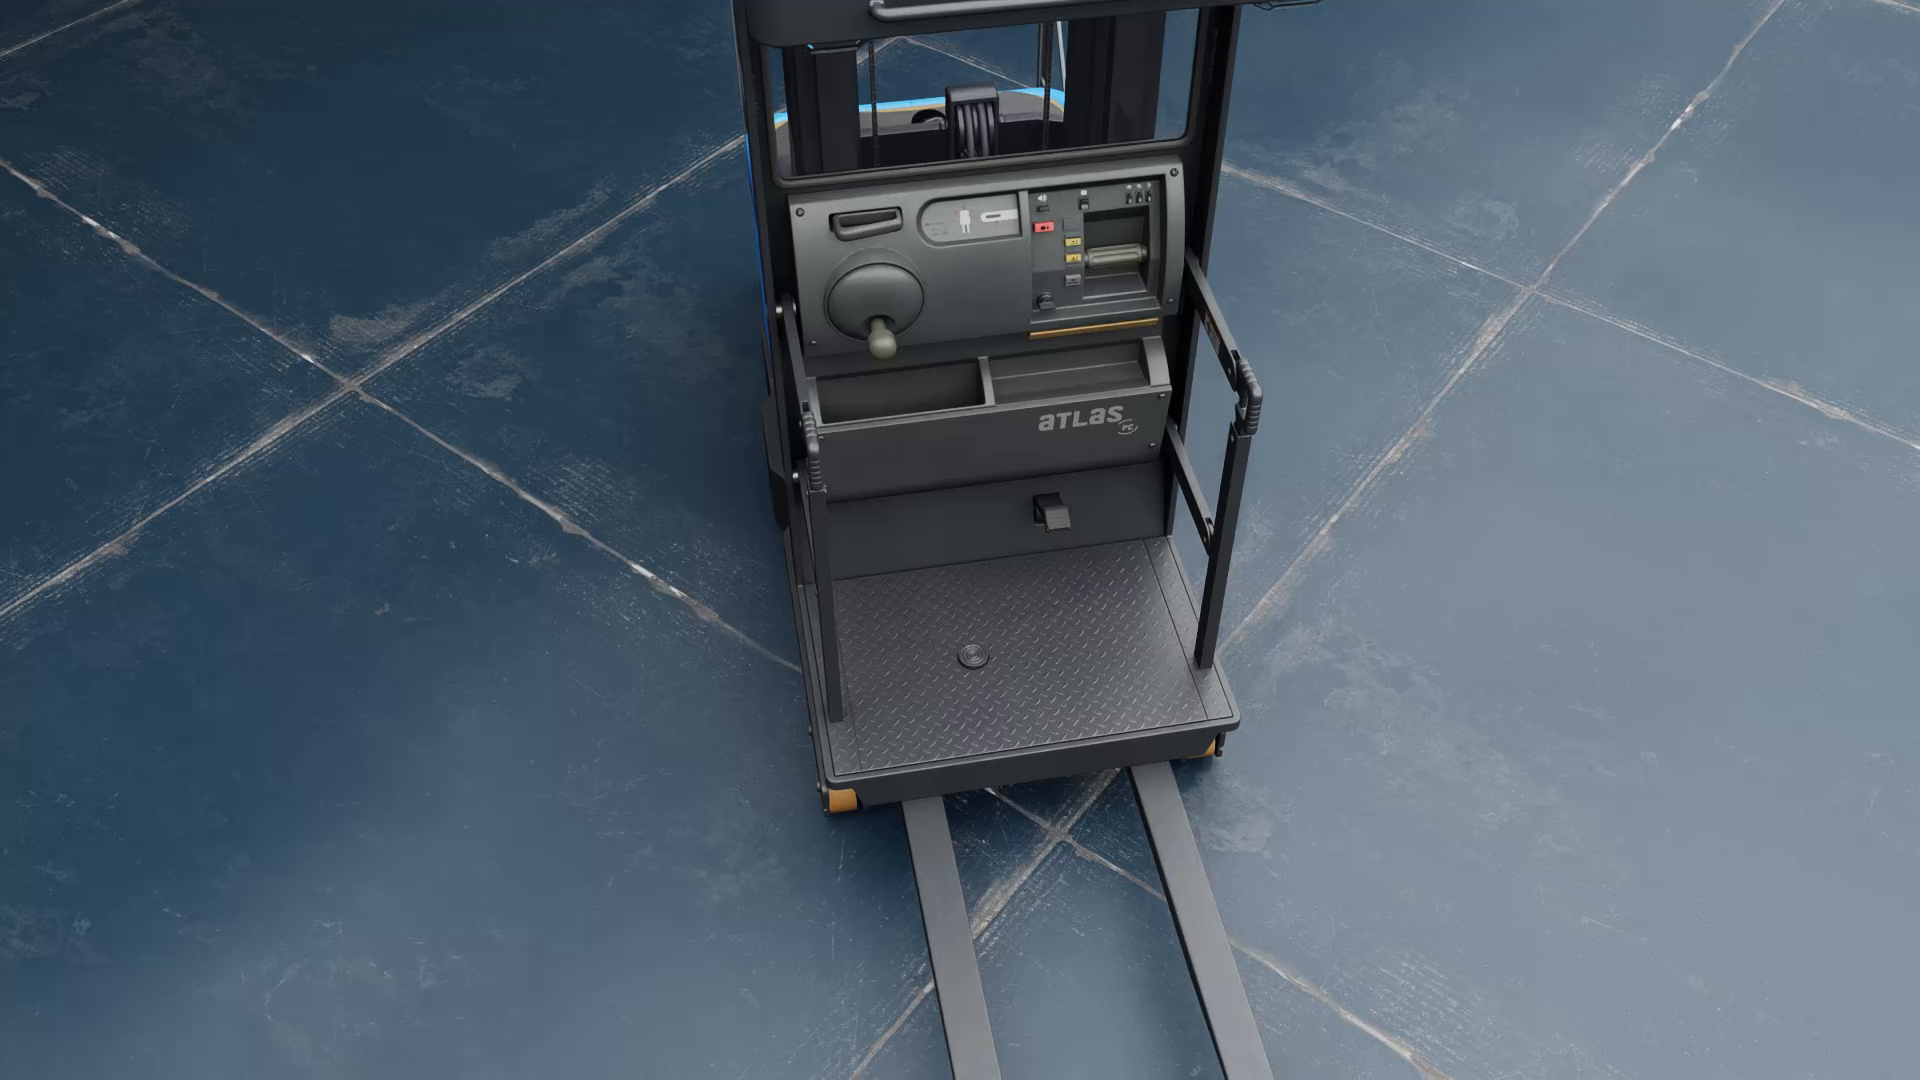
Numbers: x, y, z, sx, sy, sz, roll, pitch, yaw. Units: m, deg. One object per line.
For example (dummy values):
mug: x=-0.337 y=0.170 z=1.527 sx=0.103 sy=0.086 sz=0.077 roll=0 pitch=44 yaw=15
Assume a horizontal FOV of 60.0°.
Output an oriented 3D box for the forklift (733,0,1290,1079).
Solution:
forklift: x=0.114 y=-0.564 z=3.762 sx=1.130 sy=2.935 sz=3.031 roll=-8 pitch=47 yaw=-7

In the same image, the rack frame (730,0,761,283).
rack frame: x=-0.684 y=-1.304 z=5.455 sx=0.032 sy=1.500 sz=0.500 roll=-7 pitch=46 yaw=-7

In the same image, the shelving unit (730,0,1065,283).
shelving unit: x=-0.183 y=-1.364 z=5.513 sx=1.048 sy=1.500 sz=0.538 roll=-7 pitch=46 yaw=-7

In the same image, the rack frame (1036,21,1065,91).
rack frame: x=0.319 y=-1.424 z=5.570 sx=0.032 sy=1.500 sz=0.500 roll=-7 pitch=46 yaw=-7
